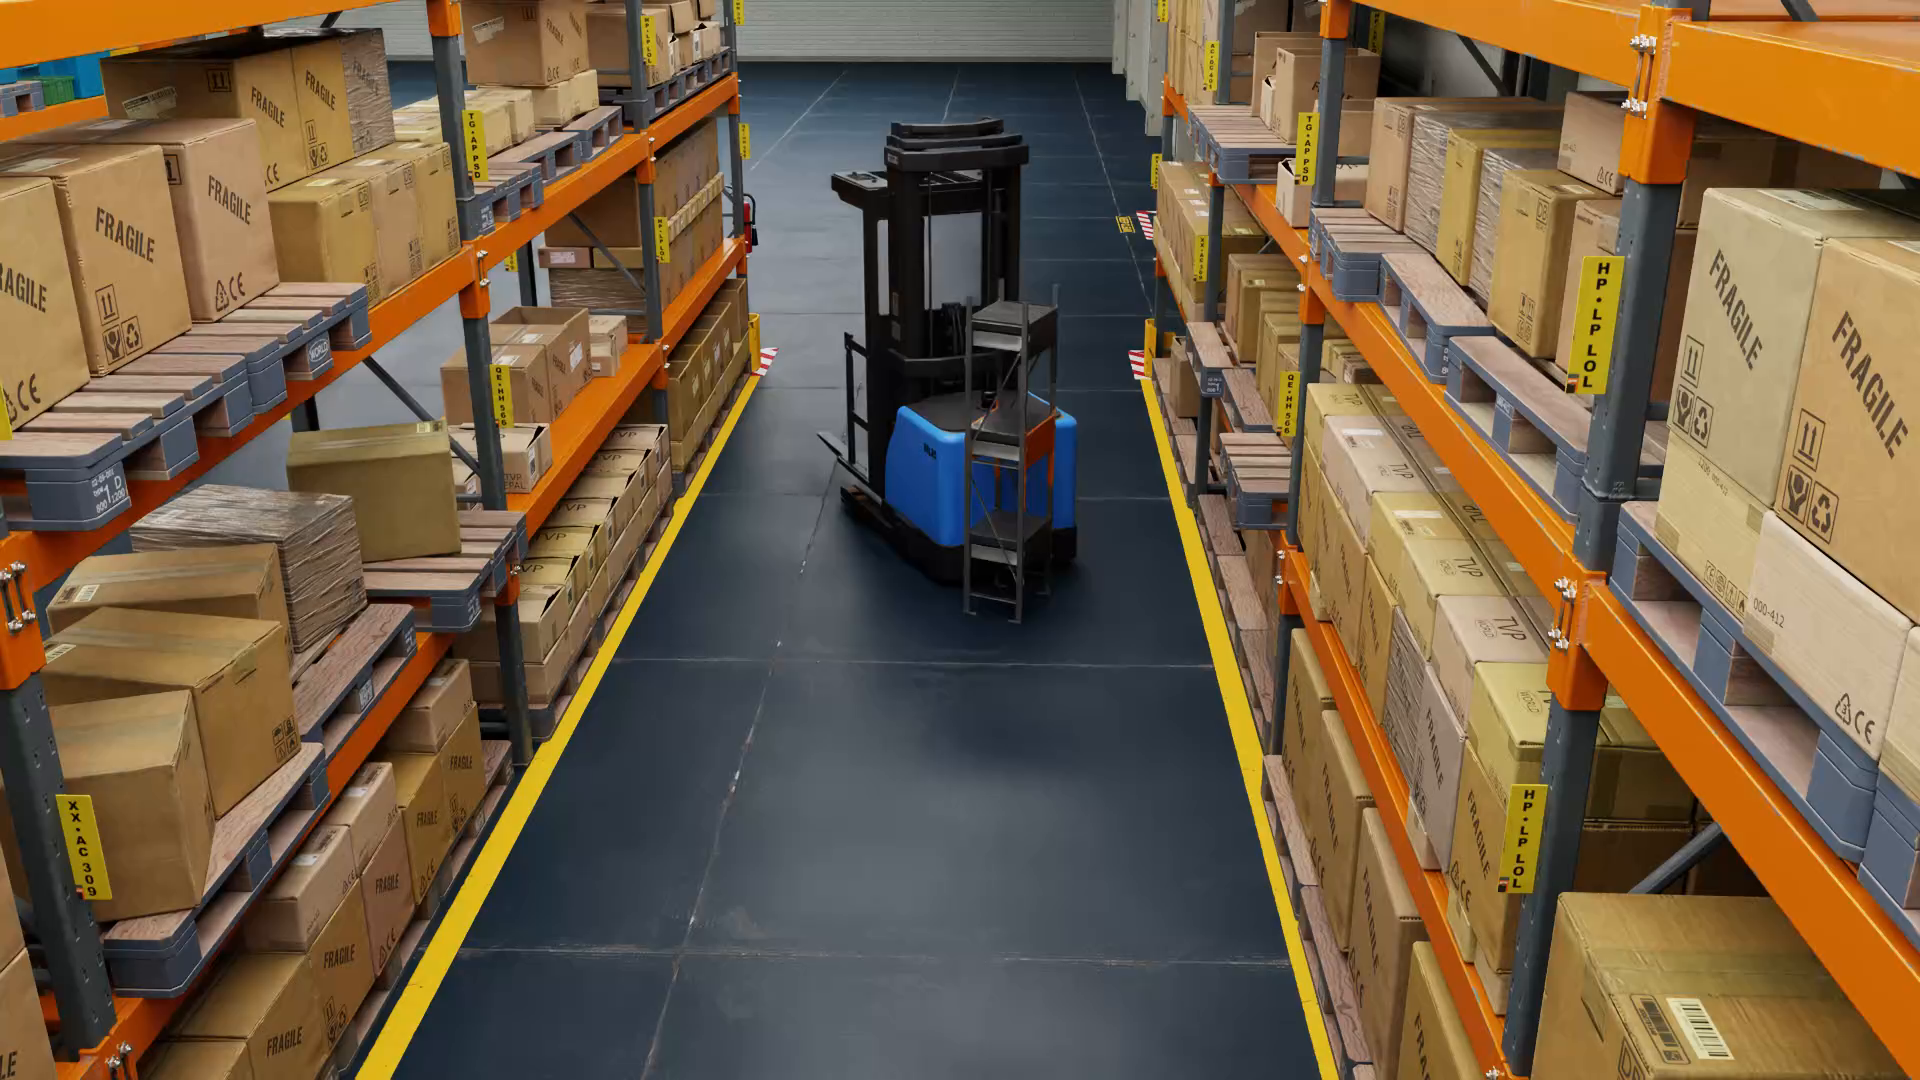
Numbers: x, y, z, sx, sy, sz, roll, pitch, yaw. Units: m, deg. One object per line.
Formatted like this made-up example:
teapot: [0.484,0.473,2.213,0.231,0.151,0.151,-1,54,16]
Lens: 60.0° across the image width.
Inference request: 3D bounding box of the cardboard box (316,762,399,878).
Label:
cardboard box: [-2.626,1.134,6.771,0.500,0.250,0.500,0,21,1]

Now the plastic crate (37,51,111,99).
plastic crate: [-7.273,-3.855,13.692,0.392,0.384,0.575,1,21,2]

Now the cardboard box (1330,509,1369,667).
cardboard box: [1.832,0.192,6.810,0.500,0.500,0.500,1,21,1]

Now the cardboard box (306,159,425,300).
cardboard box: [-2.803,-1.310,6.975,0.910,0.500,0.500,1,21,2]

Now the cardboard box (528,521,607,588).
cardboard box: [-2.473,0.056,10.183,0.500,0.311,0.500,0,21,0]

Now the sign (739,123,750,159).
sign: [-2.023,-3.740,15.592,0.100,0.325,0.005,1,21,2]

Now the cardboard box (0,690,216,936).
cardboard box: [-2.692,0.827,5.032,0.700,0.500,0.500,-7,22,-17]

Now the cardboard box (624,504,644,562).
cardboard box: [-2.442,-0.047,11.224,0.500,0.250,0.500,1,21,3]

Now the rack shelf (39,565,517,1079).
rack shelf: [-2.869,0.851,6.685,1.077,0.370,4.000,1,21,2]

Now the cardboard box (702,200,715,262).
cardboard box: [-2.603,-2.789,14.931,0.700,0.500,0.500,1,21,3]

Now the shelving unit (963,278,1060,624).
shelving unit: [0.318,-0.551,10.527,0.431,2.100,0.503,10,24,23]

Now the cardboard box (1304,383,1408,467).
cardboard box: [1.871,-0.527,7.627,0.500,0.250,0.500,1,21,3]

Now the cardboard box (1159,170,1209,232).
cardboard box: [2.047,-2.988,14.727,0.500,0.500,0.500,1,21,2]

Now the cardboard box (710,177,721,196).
cardboard box: [-2.392,-3.215,15.132,0.380,0.149,0.250,1,21,3]

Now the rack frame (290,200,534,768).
rack frame: [-2.808,-0.208,8.418,1.000,3.000,0.127,1,21,2]

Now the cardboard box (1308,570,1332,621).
cardboard box: [1.793,0.256,7.543,0.380,0.149,0.250,1,21,3]

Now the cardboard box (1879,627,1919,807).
cardboard box: [1.699,0.337,2.355,0.500,0.250,0.500,0,21,0]

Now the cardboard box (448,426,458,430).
cardboard box: [-2.826,-0.553,9.654,0.380,0.149,0.250,2,21,6]

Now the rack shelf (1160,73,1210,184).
rack shelf: [2.326,-3.387,13.460,1.077,0.370,4.000,1,21,2]

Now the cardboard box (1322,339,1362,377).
cardboard box: [2.119,-0.950,8.689,0.380,0.149,0.250,-3,21,-7]

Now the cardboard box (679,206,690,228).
cardboard box: [-2.441,-2.658,13.699,0.380,0.149,0.250,0,21,1]

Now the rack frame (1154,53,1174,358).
rack frame: [2.387,-3.047,15.736,1.000,3.000,0.127,1,21,2]

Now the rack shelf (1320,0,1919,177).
rack shelf: [2.083,-1.707,5.535,1.077,0.370,4.000,1,21,2]

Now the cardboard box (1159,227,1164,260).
cardboard box: [2.053,-2.626,14.829,0.500,0.250,0.500,0,21,0]

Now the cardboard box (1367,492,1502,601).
cardboard box: [1.836,0.022,6.211,0.500,0.250,0.500,0,21,1]

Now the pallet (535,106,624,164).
pallet: [-2.700,-2.644,10.815,0.805,0.209,1.217,0,21,-1]

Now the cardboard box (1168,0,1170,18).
cardboard box: [2.132,-4.831,14.639,0.500,0.500,0.500,-1,21,-2]

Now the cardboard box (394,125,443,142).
cardboard box: [-2.851,-1.897,8.251,0.500,0.250,0.500,-1,21,-2]

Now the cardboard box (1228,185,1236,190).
cardboard box: [2.548,-2.795,14.228,0.500,0.500,0.500,0,21,0]

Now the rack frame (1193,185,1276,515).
rack frame: [2.265,-1.601,12.009,1.000,3.000,0.127,1,21,2]

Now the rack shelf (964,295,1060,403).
rack shelf: [0.322,-1.186,10.266,0.431,0.518,0.480,10,24,23]

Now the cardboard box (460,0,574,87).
cardboard box: [-2.739,-3.099,10.314,0.500,0.500,0.500,3,21,7]

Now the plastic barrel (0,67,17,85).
plastic barrel: [-7.500,-3.897,12.505,0.600,0.901,0.708,1,21,2]

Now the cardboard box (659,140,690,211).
cardboard box: [-2.633,-3.011,13.709,0.700,0.500,0.500,1,21,2]

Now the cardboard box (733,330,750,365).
cardboard box: [-2.286,-1.817,15.786,0.500,0.250,0.500,1,21,2]

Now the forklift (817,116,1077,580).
forklift: [-0.253,-1.596,12.089,1.130,2.935,3.031,-9,23,-22]

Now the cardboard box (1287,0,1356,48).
cardboard box: [2.566,-3.696,11.712,0.500,0.500,0.500,1,21,3]

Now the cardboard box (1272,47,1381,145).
cardboard box: [2.131,-2.599,9.715,0.500,0.500,0.500,0,21,0]

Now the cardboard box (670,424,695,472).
cardboard box: [-2.369,-0.732,12.991,0.500,0.250,0.500,1,21,2]

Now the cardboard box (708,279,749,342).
cardboard box: [-2.284,-2.167,15.651,0.500,0.500,0.500,1,21,2]

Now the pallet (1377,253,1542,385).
pallet: [2.146,-0.827,6.129,1.003,0.211,1.213,2,21,4]

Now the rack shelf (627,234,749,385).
rack shelf: [-2.626,-2.042,14.139,1.077,0.370,4.000,1,21,2]

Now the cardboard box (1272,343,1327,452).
cardboard box: [2.138,-0.779,9.143,0.700,0.500,0.500,-1,21,-3]

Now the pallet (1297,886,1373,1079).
pallet: [2.004,1.869,6.919,1.003,0.211,1.213,1,21,2]

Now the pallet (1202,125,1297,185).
pallet: [2.111,-2.315,9.961,1.213,0.211,1.003,1,21,2]

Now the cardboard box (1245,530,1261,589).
cardboard box: [2.238,-0.003,10.738,0.700,0.500,0.500,1,21,2]

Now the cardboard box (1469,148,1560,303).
cardboard box: [2.190,-1.058,5.716,0.700,0.500,0.500,1,21,2]

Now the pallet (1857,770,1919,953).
pallet: [1.947,0.670,2.131,1.003,0.211,1.213,1,21,2]

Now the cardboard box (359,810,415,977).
cardboard box: [-2.628,1.470,6.941,0.500,0.500,0.500,0,21,0]

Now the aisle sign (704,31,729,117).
aisle sign: [-2.269,-4.333,15.456,0.394,0.787,0.004,1,21,2]

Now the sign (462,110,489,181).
sign: [-2.266,-1.841,7.765,0.100,0.325,0.005,1,21,2]

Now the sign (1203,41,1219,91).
sign: [1.723,-3.244,11.381,0.100,0.325,0.005,1,21,2]

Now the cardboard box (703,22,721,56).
cardboard box: [-2.336,-4.271,14.176,0.500,0.250,0.500,1,21,2]

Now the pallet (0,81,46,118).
pallet: [-7.713,-3.282,12.456,1.213,0.211,1.003,1,21,2]

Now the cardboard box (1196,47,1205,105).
cardboard box: [2.062,-3.423,12.393,0.500,0.500,0.500,-1,21,-3]

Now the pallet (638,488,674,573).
pallet: [-2.670,-0.087,11.962,1.003,0.211,1.213,1,21,2]
